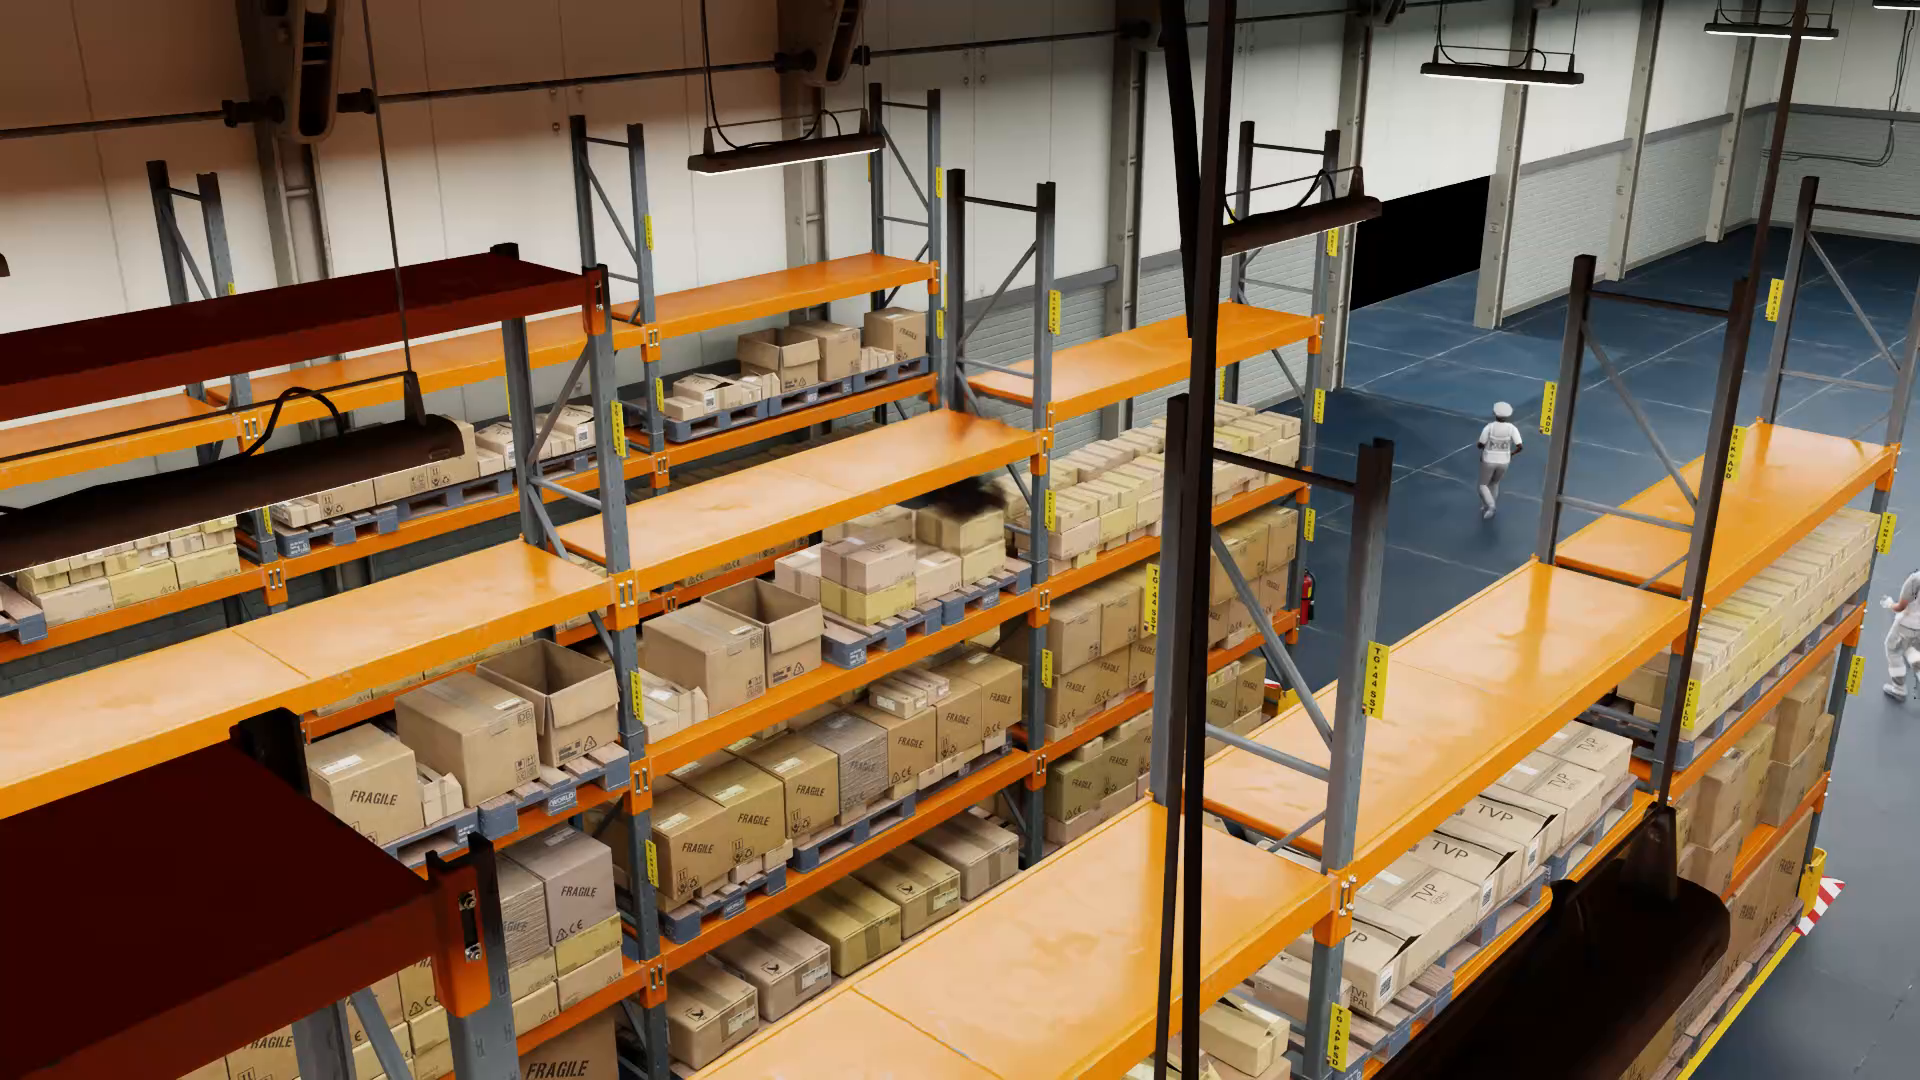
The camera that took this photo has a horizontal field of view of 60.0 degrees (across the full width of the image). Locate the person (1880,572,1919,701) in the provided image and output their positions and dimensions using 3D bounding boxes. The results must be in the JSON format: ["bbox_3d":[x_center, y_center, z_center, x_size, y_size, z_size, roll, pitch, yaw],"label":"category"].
[{"bbox_3d":[9.993,0.861,17.398,0.652,1.739,0.613,-4,22,-11],"label":"person"}]

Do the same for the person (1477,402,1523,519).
[{"bbox_3d":[7.252,-1.057,22.447,0.567,1.660,0.720,1,21,2],"label":"person"}]
